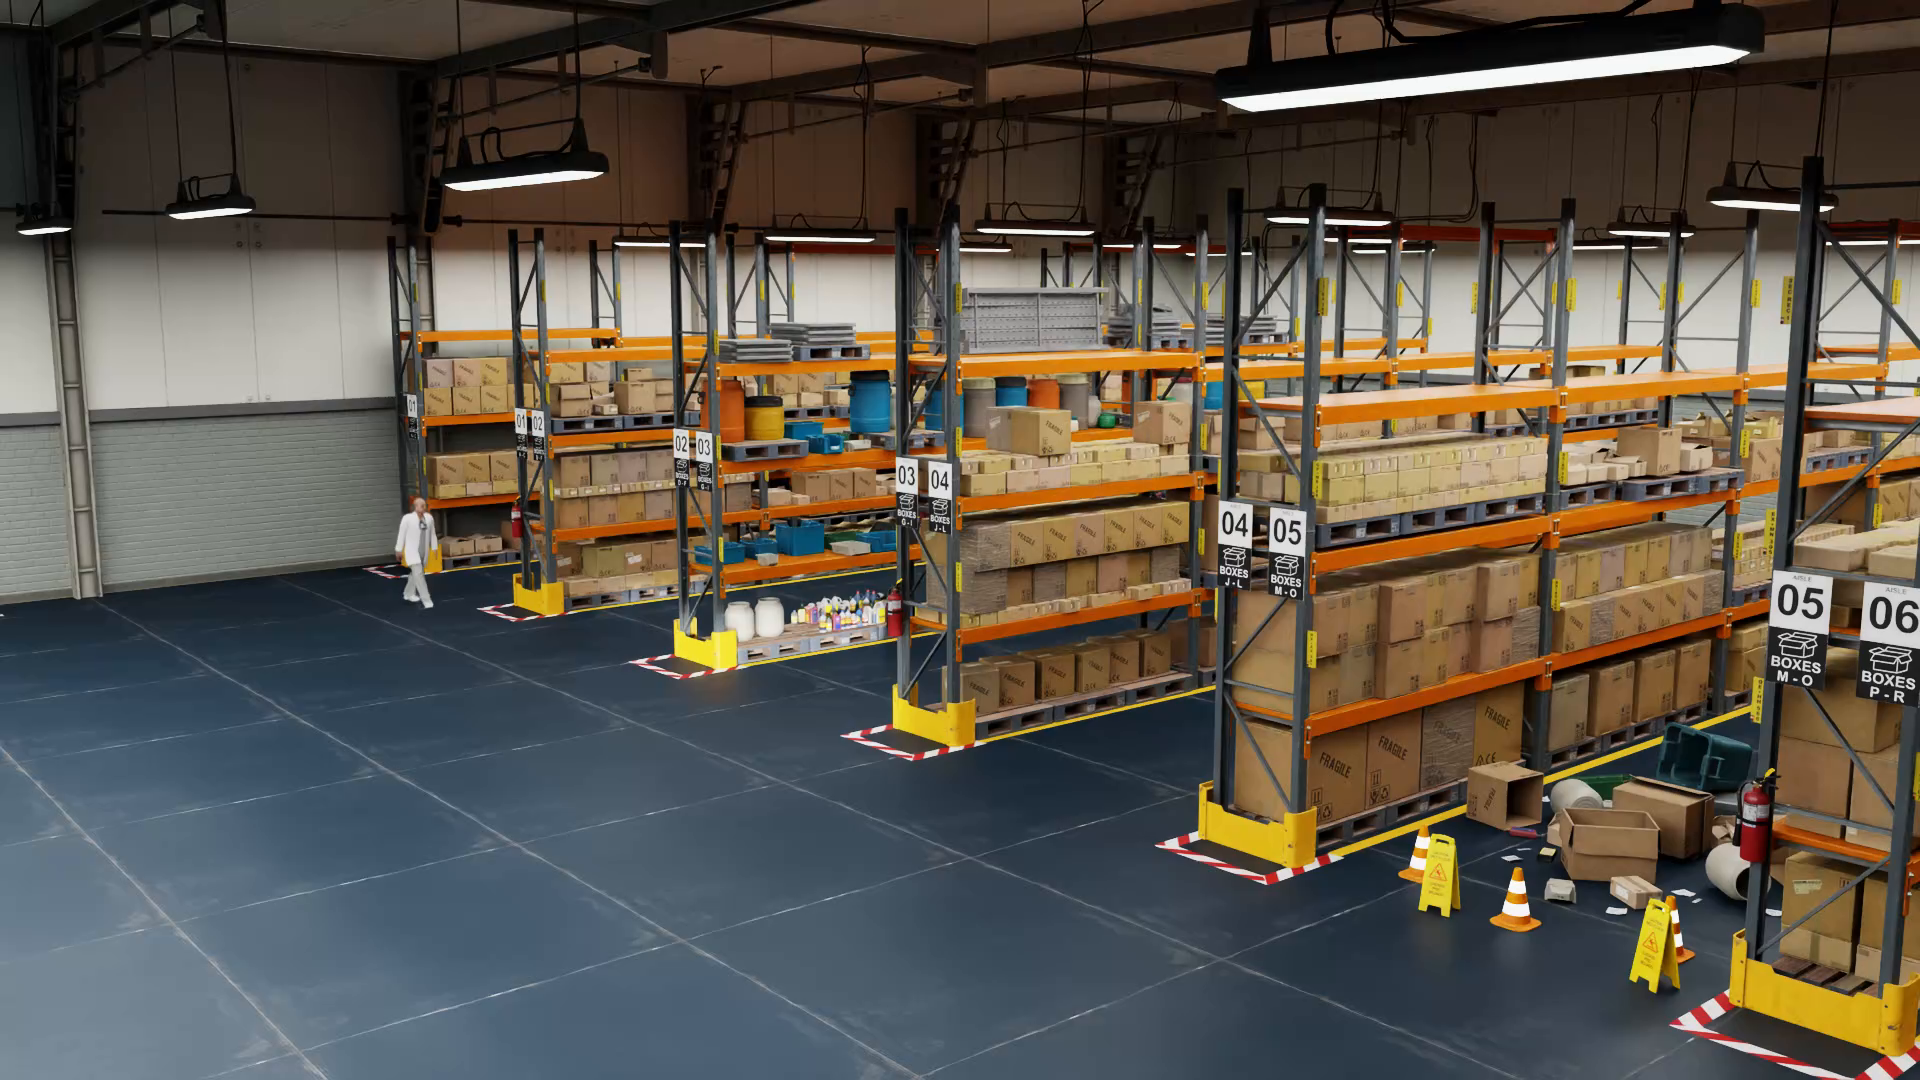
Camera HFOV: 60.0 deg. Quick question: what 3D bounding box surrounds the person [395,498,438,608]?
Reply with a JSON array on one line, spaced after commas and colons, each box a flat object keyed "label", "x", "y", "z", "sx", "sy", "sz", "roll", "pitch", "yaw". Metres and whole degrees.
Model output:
[{"label": "person", "x": -8.704, "y": 0.177, "z": 26.797, "sx": 1.032, "sy": 1.722, "sz": 0.625, "roll": 7, "pitch": 11, "yaw": 38}]
